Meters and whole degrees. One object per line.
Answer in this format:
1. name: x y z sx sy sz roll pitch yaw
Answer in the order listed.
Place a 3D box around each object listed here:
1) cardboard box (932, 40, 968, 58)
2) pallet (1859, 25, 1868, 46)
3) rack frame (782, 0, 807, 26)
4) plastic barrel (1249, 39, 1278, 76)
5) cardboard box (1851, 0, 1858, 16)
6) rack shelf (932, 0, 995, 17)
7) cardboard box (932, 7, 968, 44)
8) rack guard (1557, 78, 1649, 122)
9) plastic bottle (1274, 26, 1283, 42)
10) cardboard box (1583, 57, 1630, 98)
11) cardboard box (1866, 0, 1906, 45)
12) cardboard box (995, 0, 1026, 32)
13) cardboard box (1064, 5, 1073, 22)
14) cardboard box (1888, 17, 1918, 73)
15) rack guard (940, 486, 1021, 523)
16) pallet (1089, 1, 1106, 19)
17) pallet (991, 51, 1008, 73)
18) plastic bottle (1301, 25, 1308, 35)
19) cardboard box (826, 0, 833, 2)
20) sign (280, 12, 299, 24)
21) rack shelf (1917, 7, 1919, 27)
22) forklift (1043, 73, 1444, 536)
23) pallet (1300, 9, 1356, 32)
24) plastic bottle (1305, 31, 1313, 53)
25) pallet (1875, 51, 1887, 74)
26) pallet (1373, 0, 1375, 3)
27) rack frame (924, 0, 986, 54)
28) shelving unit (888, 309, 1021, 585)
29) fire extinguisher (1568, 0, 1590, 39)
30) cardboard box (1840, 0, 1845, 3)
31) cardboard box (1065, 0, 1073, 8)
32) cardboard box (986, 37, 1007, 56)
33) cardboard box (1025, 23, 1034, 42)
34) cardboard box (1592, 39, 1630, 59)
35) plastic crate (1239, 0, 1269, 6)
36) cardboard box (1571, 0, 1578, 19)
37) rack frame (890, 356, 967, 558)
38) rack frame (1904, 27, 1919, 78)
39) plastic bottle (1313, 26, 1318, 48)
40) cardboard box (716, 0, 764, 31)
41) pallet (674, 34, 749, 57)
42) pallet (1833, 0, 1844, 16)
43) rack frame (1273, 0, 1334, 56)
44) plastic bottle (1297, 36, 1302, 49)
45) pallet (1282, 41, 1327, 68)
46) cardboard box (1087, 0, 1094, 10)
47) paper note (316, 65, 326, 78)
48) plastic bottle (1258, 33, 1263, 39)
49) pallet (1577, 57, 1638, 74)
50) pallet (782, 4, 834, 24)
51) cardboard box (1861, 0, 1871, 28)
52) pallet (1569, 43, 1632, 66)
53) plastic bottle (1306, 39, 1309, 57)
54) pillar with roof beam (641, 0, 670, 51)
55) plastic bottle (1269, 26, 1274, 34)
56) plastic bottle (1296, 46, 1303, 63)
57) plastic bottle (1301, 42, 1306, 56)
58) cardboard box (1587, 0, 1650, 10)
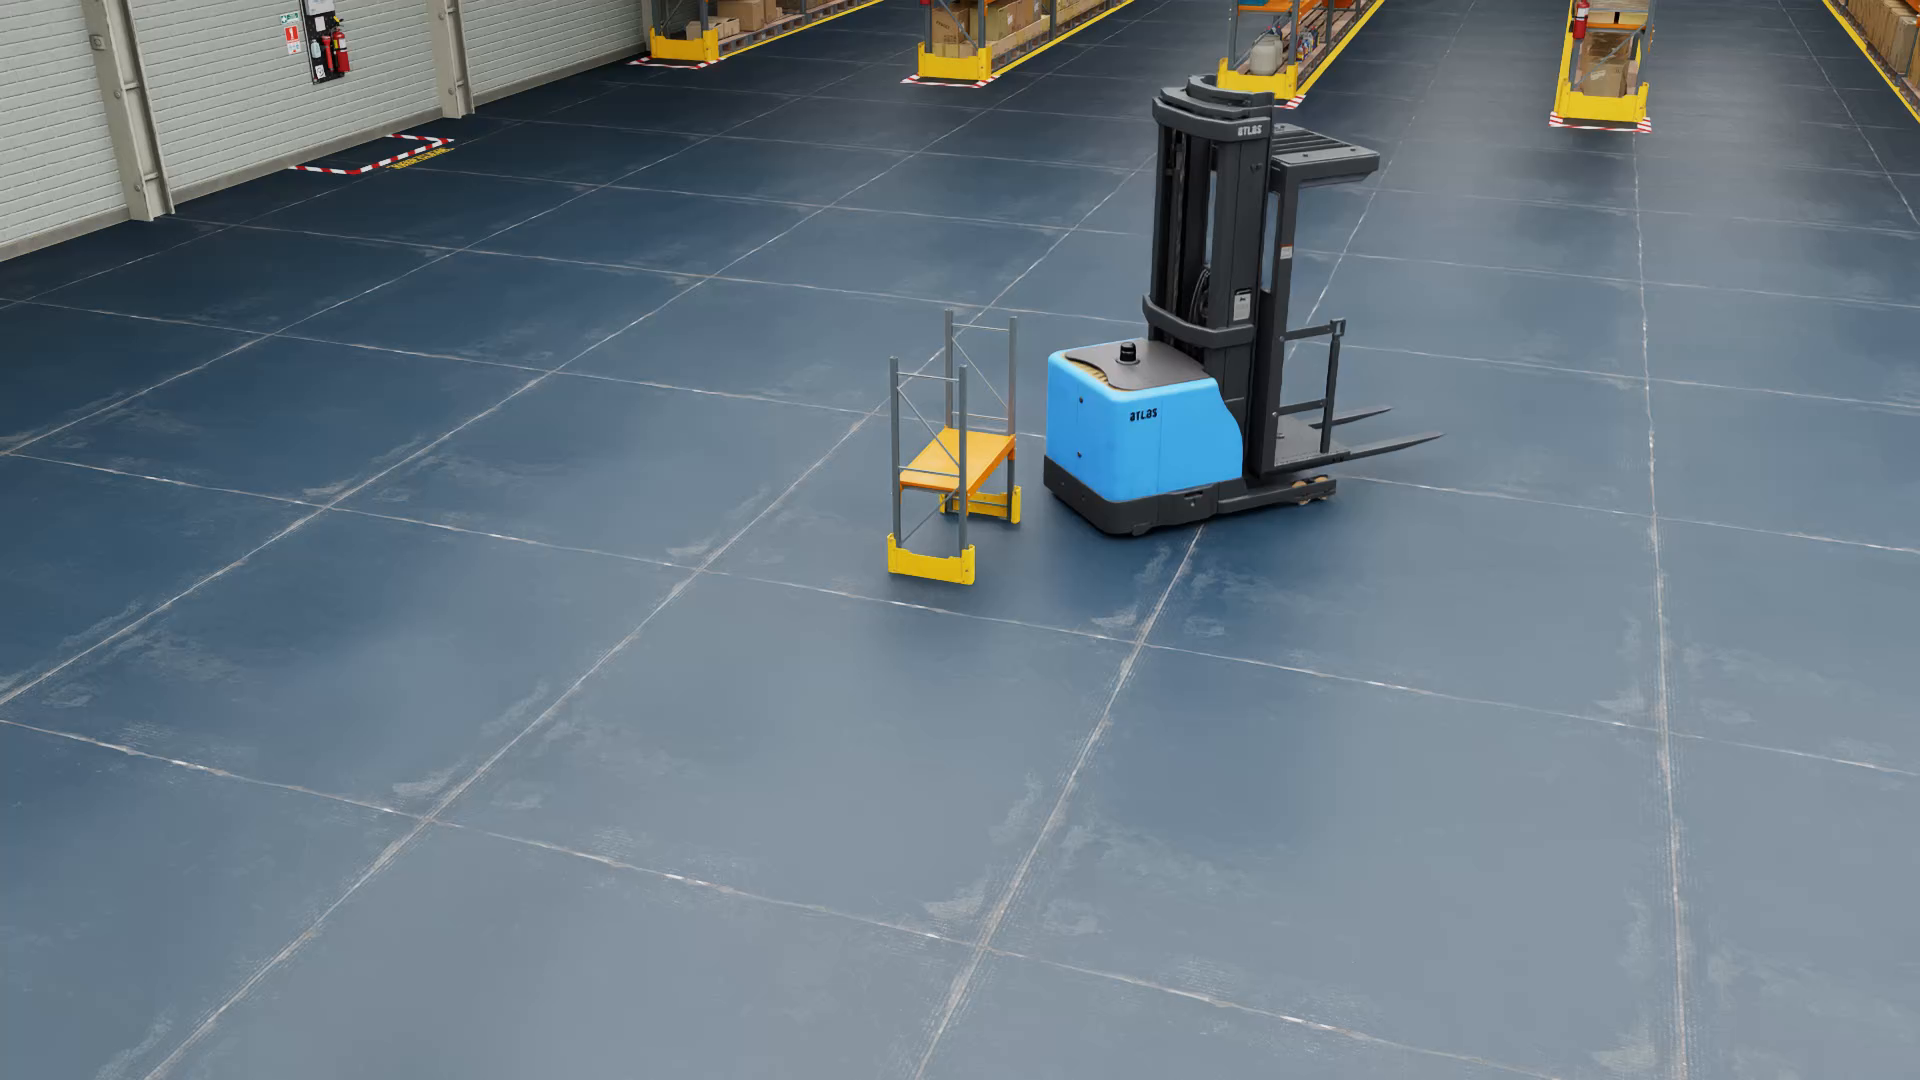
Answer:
1. cardboard box: -0.180 -8.109 27.454 0.500 0.250 0.500 9 27 17
2. pallet: 16.827 -9.049 29.921 1.003 0.211 1.213 9 27 17
3. rack frame: -3.422 -11.255 31.278 1.000 3.000 0.127 9 27 17
4. plastic barrel: 4.736 -7.526 25.948 0.421 0.512 0.421 0 26 0
5. cardboard box: 17.227 -10.208 31.502 0.500 0.500 0.500 10 28 20
6. rack shelf: 0.585 -9.393 28.257 1.077 0.370 4.000 9 27 17
7. cardboard box: -0.182 -8.447 27.291 0.500 0.500 0.500 9 27 17
8. rack guard: 9.286 -6.363 24.041 1.175 0.500 0.348 9 27 17
9. plastic bottle: 5.397 -8.532 28.188 0.144 0.351 0.185 9 27 17
10. cardboard box: 9.484 -6.775 24.410 0.500 0.500 0.500 14 29 27
11. cardboard box: 16.279 -8.923 28.560 1.050 0.750 0.750 8 27 17
12. cardboard box: 0.810 -8.988 28.408 0.500 0.500 0.500 9 27 17
13. cardboard box: 1.790 -9.830 31.007 0.500 0.250 0.500 9 27 19
14. cardboard box: 15.357 -7.784 26.208 1.050 0.750 0.750 9 27 17
15. rack guard: 0.140 -0.286 11.777 0.587 0.250 0.087 9 27 17
16. pallet: 2.271 -10.595 33.113 1.003 0.211 1.213 9 27 17
17. pallet: 0.135 -7.960 27.672 1.003 0.211 1.213 9 27 17
18. plastic bottle: 5.842 -8.539 28.202 0.144 0.351 0.185 9 27 17
19. cardboard box: -2.860 -11.057 33.231 0.700 0.500 0.500 9 27 18
20. sign: -8.462 -6.592 20.997 0.001 0.109 0.331 9 27 17
21. rack shelf: 14.569 -7.194 23.715 1.077 0.370 4.000 9 27 17
22. forklift: 2.165 -1.768 11.761 3.031 2.935 1.130 -12 28 -23
23. pallet: 6.957 -9.895 31.667 1.003 0.211 1.213 9 27 17
24. plastic bottle: 5.807 -8.306 27.722 0.144 0.351 0.185 9 27 17
25. pallet: 15.825 -7.916 27.580 1.003 0.211 1.213 9 27 17
26. pallet: 8.287 -11.540 35.066 1.003 0.211 1.213 9 27 17
27. rack frame: -0.080 -8.895 26.402 1.000 3.000 0.127 9 27 17
28. shelving unit: -0.025 -0.644 11.082 0.587 1.500 1.083 9 27 17
29. fire extinguisher: 8.788 -7.442 23.490 0.296 0.674 0.183 9 27 17
30. cardboard box: 17.706 -10.744 33.011 0.380 0.149 0.250 9 27 18
31. cardboard box: 1.795 -10.081 30.882 0.500 0.311 0.500 8 27 17
32. cardboard box: 0.471 -8.240 27.724 0.500 0.250 0.500 9 27 17
33. cardboard box: 0.974 -8.856 28.996 0.500 0.250 0.500 9 27 17
34. cardboard box: 10.105 -7.503 25.914 0.500 0.500 0.500 6 27 13
35. plastic crate: 4.474 -8.357 25.462 0.499 0.251 0.616 9 27 17
36. cardboard box: 12.172 -10.257 31.173 1.225 0.875 0.875 7 27 15
37. rack frame: -0.198 -0.431 10.643 0.500 1.500 0.032 9 27 17
38. rack frame: 15.235 -8.340 25.256 1.000 3.000 0.127 9 27 17
39. plastic bottle: 5.978 -8.518 28.159 0.144 0.351 0.185 8 27 16
40. cardboard box: -3.957 -9.484 29.984 0.700 0.500 0.500 7 27 14
41. pallet: -4.424 -8.716 29.234 1.003 0.211 1.213 9 27 17
42. pallet: 18.087 -10.653 33.234 1.003 0.211 1.213 9 27 17
43. rack frame: 5.921 -9.819 28.311 1.000 3.000 0.127 9 27 17
44. plastic bottle: 5.648 -8.225 27.631 0.061 0.283 0.133 9 27 17
45. pallet: 5.658 -8.294 28.361 1.003 0.211 1.213 9 27 17
46. cardboard box: 2.298 -10.464 32.316 0.500 0.250 0.500 9 27 19
47. paper note: -8.315 -6.090 21.620 0.016 0.148 0.142 9 27 17
48. plastic bottle: 4.995 -8.224 27.552 0.144 0.351 0.185 10 28 20
49. pallet: 10.401 -7.564 26.854 1.003 0.211 1.213 9 27 17
50. pallet: -3.164 -10.320 32.547 1.003 0.211 1.213 9 27 17
51. cardboard box: 16.715 -9.569 30.180 0.500 0.500 0.500 10 28 20
52. pallet: 10.849 -8.166 28.096 1.003 0.211 1.213 9 27 17
53. plastic bottle: 5.702 -8.110 27.408 0.097 0.271 0.097 0 26 0
54. pillar with roof beam: -1.276 -12.101 26.139 9.100 9.000 0.400 9 27 17
55. plastic bottle: 5.261 -8.553 28.231 0.144 0.351 0.185 10 27 19
56. plastic bottle: 5.487 -7.845 26.860 0.097 0.271 0.097 0 26 0
57. plastic bottle: 5.601 -7.986 27.151 0.097 0.271 0.097 0 26 0
58. cardboard box: 9.469 -7.858 23.804 0.875 0.500 0.500 9 27 17
